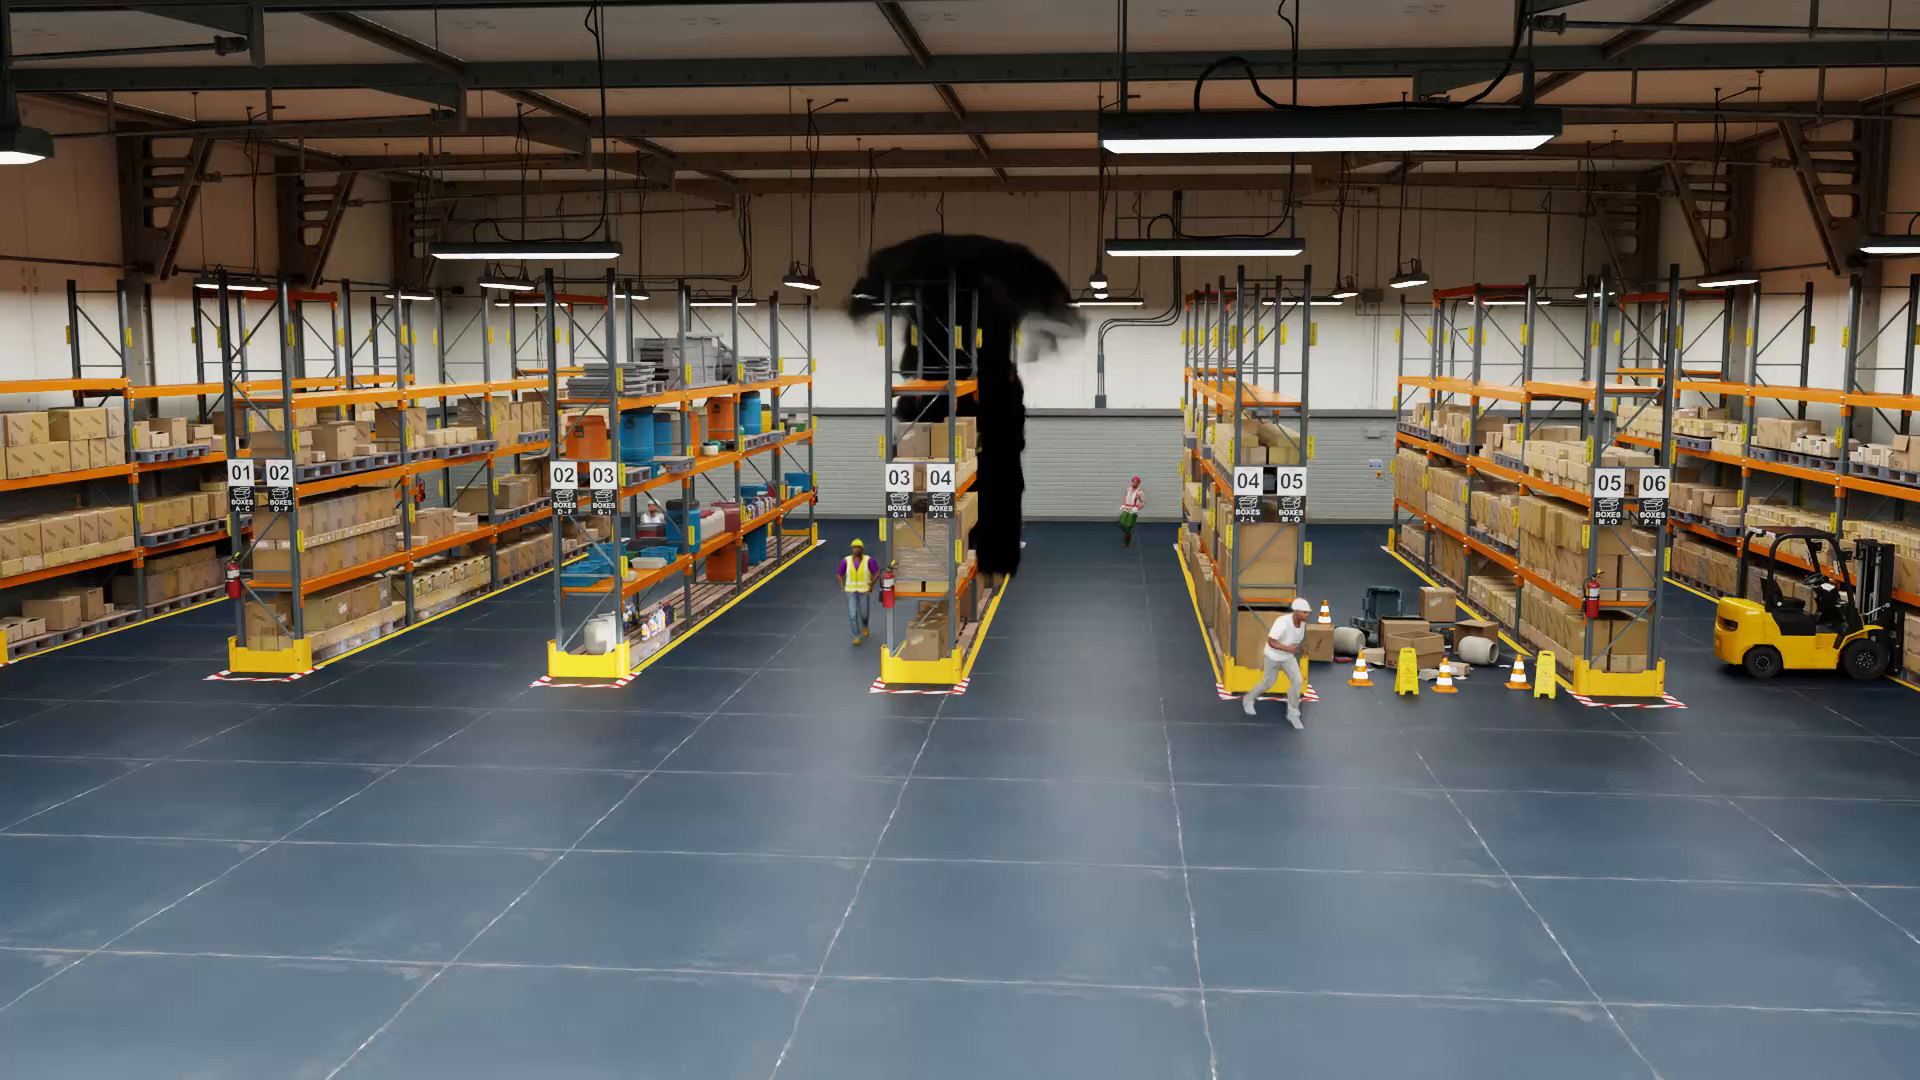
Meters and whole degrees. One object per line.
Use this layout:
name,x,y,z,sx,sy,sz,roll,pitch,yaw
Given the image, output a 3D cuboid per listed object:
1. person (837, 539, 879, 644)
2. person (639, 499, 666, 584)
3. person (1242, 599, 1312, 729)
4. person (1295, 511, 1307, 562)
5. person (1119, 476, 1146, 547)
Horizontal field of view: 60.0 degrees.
person,-1.679,0.845,27.258,0.696,1.716,0.605,0,7,1
person,-6.248,0.036,33.793,0.703,1.743,0.542,1,7,10
person,4.132,1.572,21.657,0.745,1.718,1.046,-7,10,-43
person,7.246,-0.248,36.283,0.552,1.687,0.904,0,7,-4
person,4.064,-0.661,39.637,0.714,1.711,0.550,5,8,35
